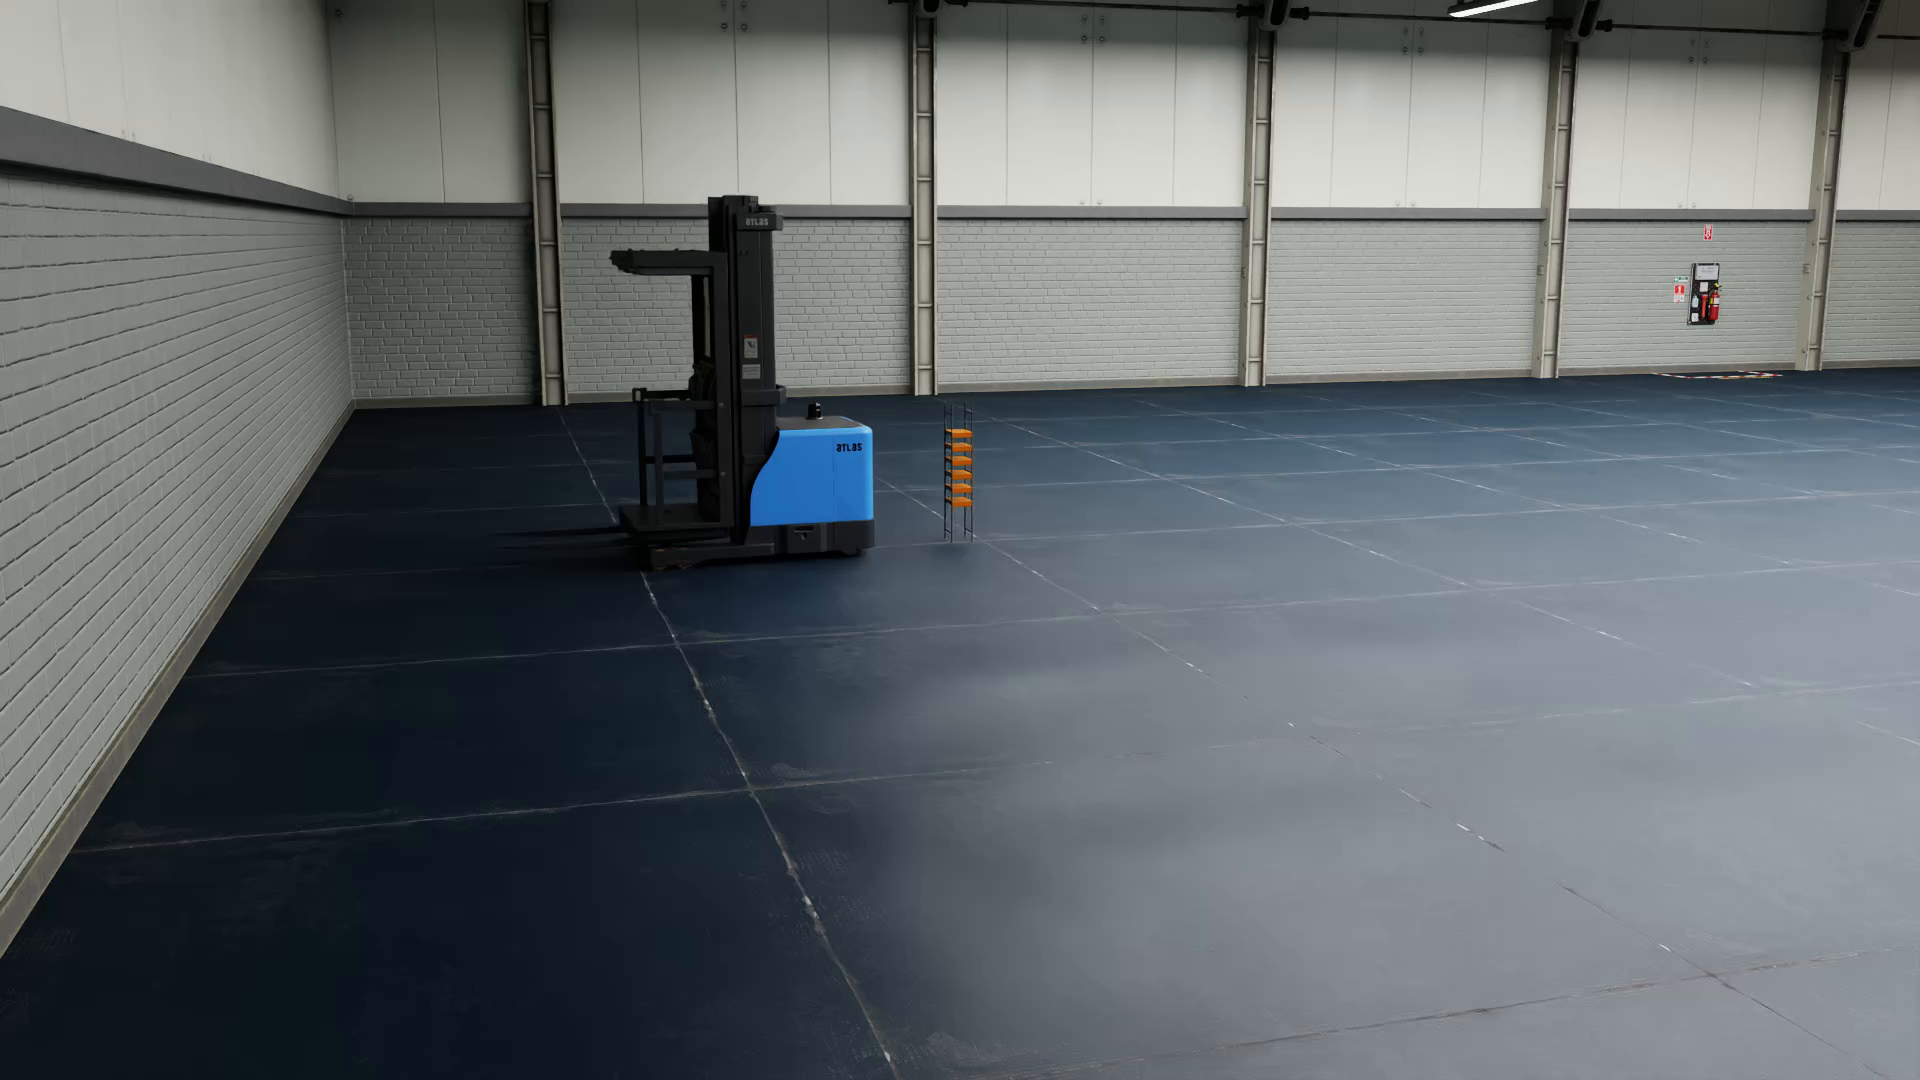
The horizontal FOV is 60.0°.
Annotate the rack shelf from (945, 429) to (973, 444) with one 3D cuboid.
[{"bbox_3d":[-0.014,-0.900,14.377,0.180,0.103,0.258,-3,11,-16],"label":"rack shelf"}]

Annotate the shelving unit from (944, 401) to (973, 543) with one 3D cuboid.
[{"bbox_3d":[-0.014,-0.589,14.434,0.189,1.200,0.258,-3,11,-16],"label":"shelving unit"}]

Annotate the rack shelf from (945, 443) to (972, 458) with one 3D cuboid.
[{"bbox_3d":[-0.014,-0.782,14.398,0.180,0.103,0.258,-3,11,-16],"label":"rack shelf"}]

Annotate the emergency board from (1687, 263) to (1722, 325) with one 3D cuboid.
[{"bbox_3d":[14.295,-4.703,31.809,0.643,1.169,0.194,-3,11,-16],"label":"emergency board"}]

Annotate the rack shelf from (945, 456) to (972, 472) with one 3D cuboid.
[{"bbox_3d":[-0.014,-0.664,14.420,0.180,0.103,0.258,-3,11,-16],"label":"rack shelf"}]

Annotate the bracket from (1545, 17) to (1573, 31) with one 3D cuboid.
[{"bbox_3d":[10.619,-9.156,29.485,0.430,0.232,0.235,-3,11,-16],"label":"bracket"}]

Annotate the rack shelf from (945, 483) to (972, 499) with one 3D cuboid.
[{"bbox_3d":[-0.014,-0.428,14.464,0.180,0.103,0.258,-3,11,-16],"label":"rack shelf"}]

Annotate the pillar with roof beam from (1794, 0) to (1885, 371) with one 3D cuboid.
[{"bbox_3d":[17.882,-7.024,27.844,0.548,9.000,9.100,-3,11,-16],"label":"pillar with roof beam"}]

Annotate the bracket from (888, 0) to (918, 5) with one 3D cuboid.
[{"bbox_3d":[-0.903,-8.549,26.186,0.430,0.232,0.235,-3,11,-16],"label":"bracket"}]

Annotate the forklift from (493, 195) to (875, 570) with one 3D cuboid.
[{"bbox_3d":[-2.282,-1.309,13.560,3.031,2.935,1.130,-3,11,-18],"label":"forklift"}]

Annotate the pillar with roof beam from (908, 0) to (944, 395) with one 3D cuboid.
[{"bbox_3d":[0.599,-6.113,22.896,0.548,9.000,9.100,-3,11,-16],"label":"pillar with roof beam"}]

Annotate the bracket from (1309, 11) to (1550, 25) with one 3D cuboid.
[{"bbox_3d":[8.129,-9.025,28.772,4.783,0.066,0.076,-3,11,-16],"label":"bracket"}]

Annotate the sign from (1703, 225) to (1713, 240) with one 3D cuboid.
[{"bbox_3d":[14.260,-5.860,31.691,0.199,0.298,0.001,-3,11,-16],"label":"sign"}]

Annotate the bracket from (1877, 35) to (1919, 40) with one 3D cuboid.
[{"bbox_3d":[19.650,-9.632,32.070,4.783,0.066,0.076,-3,11,-16],"label":"bracket"}]

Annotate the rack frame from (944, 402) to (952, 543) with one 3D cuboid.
[{"bbox_3d":[-0.102,-0.585,14.409,0.006,1.200,0.240,-3,11,-16],"label":"rack frame"}]

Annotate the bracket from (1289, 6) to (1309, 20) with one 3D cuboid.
[{"bbox_3d":[5.655,-8.894,28.064,0.430,0.232,0.235,-3,11,-16],"label":"bracket"}]

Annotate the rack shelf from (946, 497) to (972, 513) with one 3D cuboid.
[{"bbox_3d":[-0.014,-0.310,14.485,0.180,0.103,0.258,-3,11,-16],"label":"rack shelf"}]

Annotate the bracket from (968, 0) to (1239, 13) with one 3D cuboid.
[{"bbox_3d":[2.368,-8.721,27.123,4.783,0.066,0.076,-3,11,-16],"label":"bracket"}]

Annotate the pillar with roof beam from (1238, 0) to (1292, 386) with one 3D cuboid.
[{"bbox_3d":[6.360,-6.416,24.546,0.548,9.000,9.100,-3,11,-16],"label":"pillar with roof beam"}]

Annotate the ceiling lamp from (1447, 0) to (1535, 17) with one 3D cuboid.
[{"bbox_3d":[7.479,-9.222,23.666,0.800,3.185,2.000,-3,11,-16],"label":"ceiling lamp"}]

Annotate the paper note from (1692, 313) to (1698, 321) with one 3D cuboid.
[{"bbox_3d":[14.106,-4.273,31.905,0.142,0.148,0.016,-3,11,-16],"label":"paper note"}]

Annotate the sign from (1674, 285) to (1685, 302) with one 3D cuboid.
[{"bbox_3d":[13.736,-4.711,31.751,0.234,0.329,0.001,-3,11,-16],"label":"sign"}]

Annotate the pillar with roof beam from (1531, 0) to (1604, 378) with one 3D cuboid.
[{"bbox_3d":[12.121,-6.720,26.195,0.548,9.000,9.100,-3,11,-16],"label":"pillar with roof beam"}]

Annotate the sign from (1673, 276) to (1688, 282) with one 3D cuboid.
[{"bbox_3d":[13.743,-4.970,31.696,0.331,0.109,0.001,-3,11,-16],"label":"sign"}]

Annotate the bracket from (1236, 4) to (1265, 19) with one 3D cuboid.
[{"bbox_3d":[4.858,-8.852,27.835,0.430,0.232,0.235,-3,11,-16],"label":"bracket"}]

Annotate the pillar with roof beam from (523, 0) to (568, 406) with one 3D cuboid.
[{"bbox_3d":[-5.161,-5.809,21.247,0.548,9.000,9.100,-3,11,-16],"label":"pillar with roof beam"}]

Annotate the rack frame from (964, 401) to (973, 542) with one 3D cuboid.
[{"bbox_3d":[0.074,-0.594,14.459,0.006,1.200,0.240,-3,11,-16],"label":"rack frame"}]

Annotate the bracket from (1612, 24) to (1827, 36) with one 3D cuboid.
[{"bbox_3d":[13.889,-9.328,30.421,4.783,0.066,0.076,-3,11,-16],"label":"bracket"}]

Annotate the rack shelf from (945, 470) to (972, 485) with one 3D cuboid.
[{"bbox_3d":[-0.014,-0.546,14.442,0.180,0.103,0.258,-3,11,-16],"label":"rack shelf"}]

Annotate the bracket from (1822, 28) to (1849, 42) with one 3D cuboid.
[{"bbox_3d":[16.380,-9.460,31.134,0.430,0.232,0.235,-3,11,-16],"label":"bracket"}]

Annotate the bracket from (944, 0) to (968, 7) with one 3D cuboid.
[{"bbox_3d":[-0.106,-8.591,26.414,0.430,0.232,0.235,-3,11,-16],"label":"bracket"}]

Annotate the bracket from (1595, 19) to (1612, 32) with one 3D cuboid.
[{"bbox_3d":[11.416,-9.198,29.713,0.430,0.232,0.235,-3,11,-16],"label":"bracket"}]
